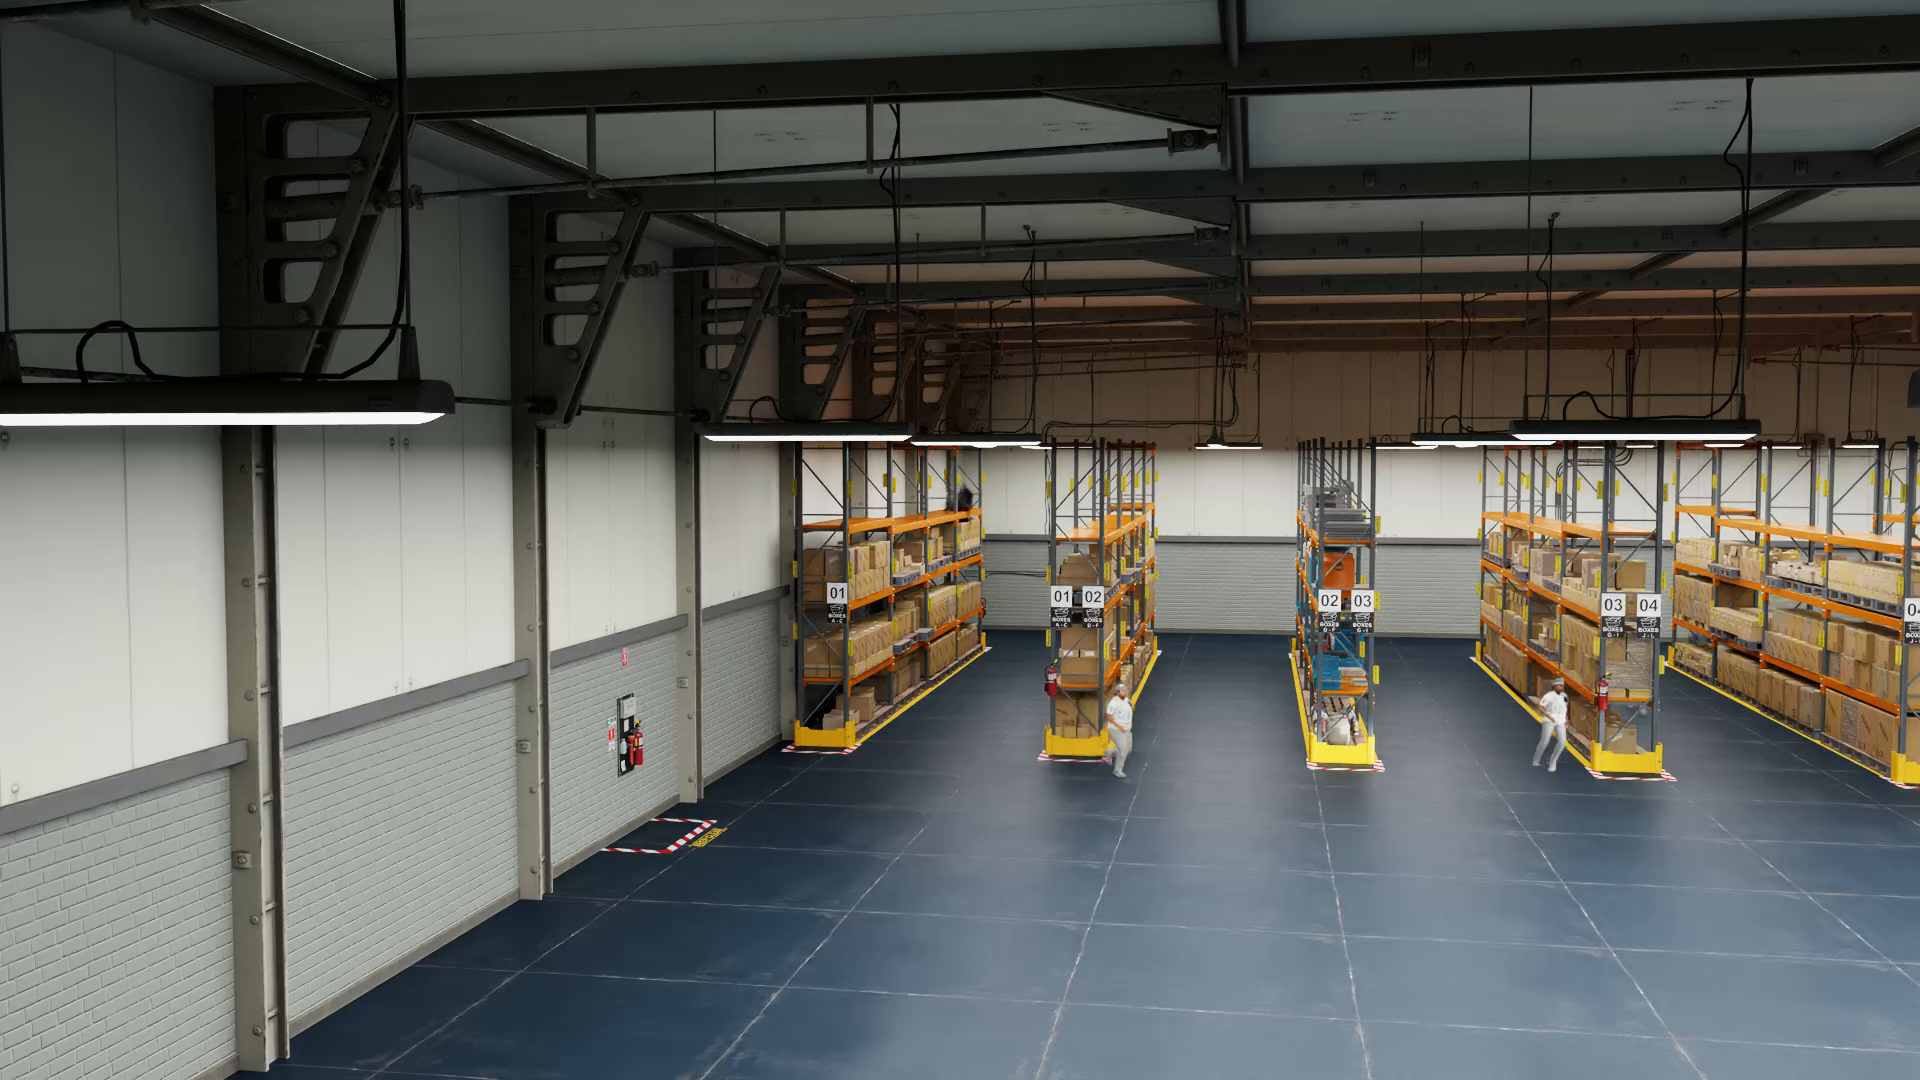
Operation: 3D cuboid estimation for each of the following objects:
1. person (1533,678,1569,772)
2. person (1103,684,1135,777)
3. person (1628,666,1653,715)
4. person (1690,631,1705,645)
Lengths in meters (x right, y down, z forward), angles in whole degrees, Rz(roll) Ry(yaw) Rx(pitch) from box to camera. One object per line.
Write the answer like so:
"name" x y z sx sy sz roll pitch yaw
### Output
"person" 10.706 3.319 29.934 0.651 1.700 0.658 0 3 -5
"person" 2.782 3.359 29.517 0.618 1.653 0.622 3 4 42
"person" 14.954 2.937 36.608 0.632 1.721 0.827 0 3 6
"person" 20.368 2.439 45.739 0.578 1.717 0.705 0 3 9
